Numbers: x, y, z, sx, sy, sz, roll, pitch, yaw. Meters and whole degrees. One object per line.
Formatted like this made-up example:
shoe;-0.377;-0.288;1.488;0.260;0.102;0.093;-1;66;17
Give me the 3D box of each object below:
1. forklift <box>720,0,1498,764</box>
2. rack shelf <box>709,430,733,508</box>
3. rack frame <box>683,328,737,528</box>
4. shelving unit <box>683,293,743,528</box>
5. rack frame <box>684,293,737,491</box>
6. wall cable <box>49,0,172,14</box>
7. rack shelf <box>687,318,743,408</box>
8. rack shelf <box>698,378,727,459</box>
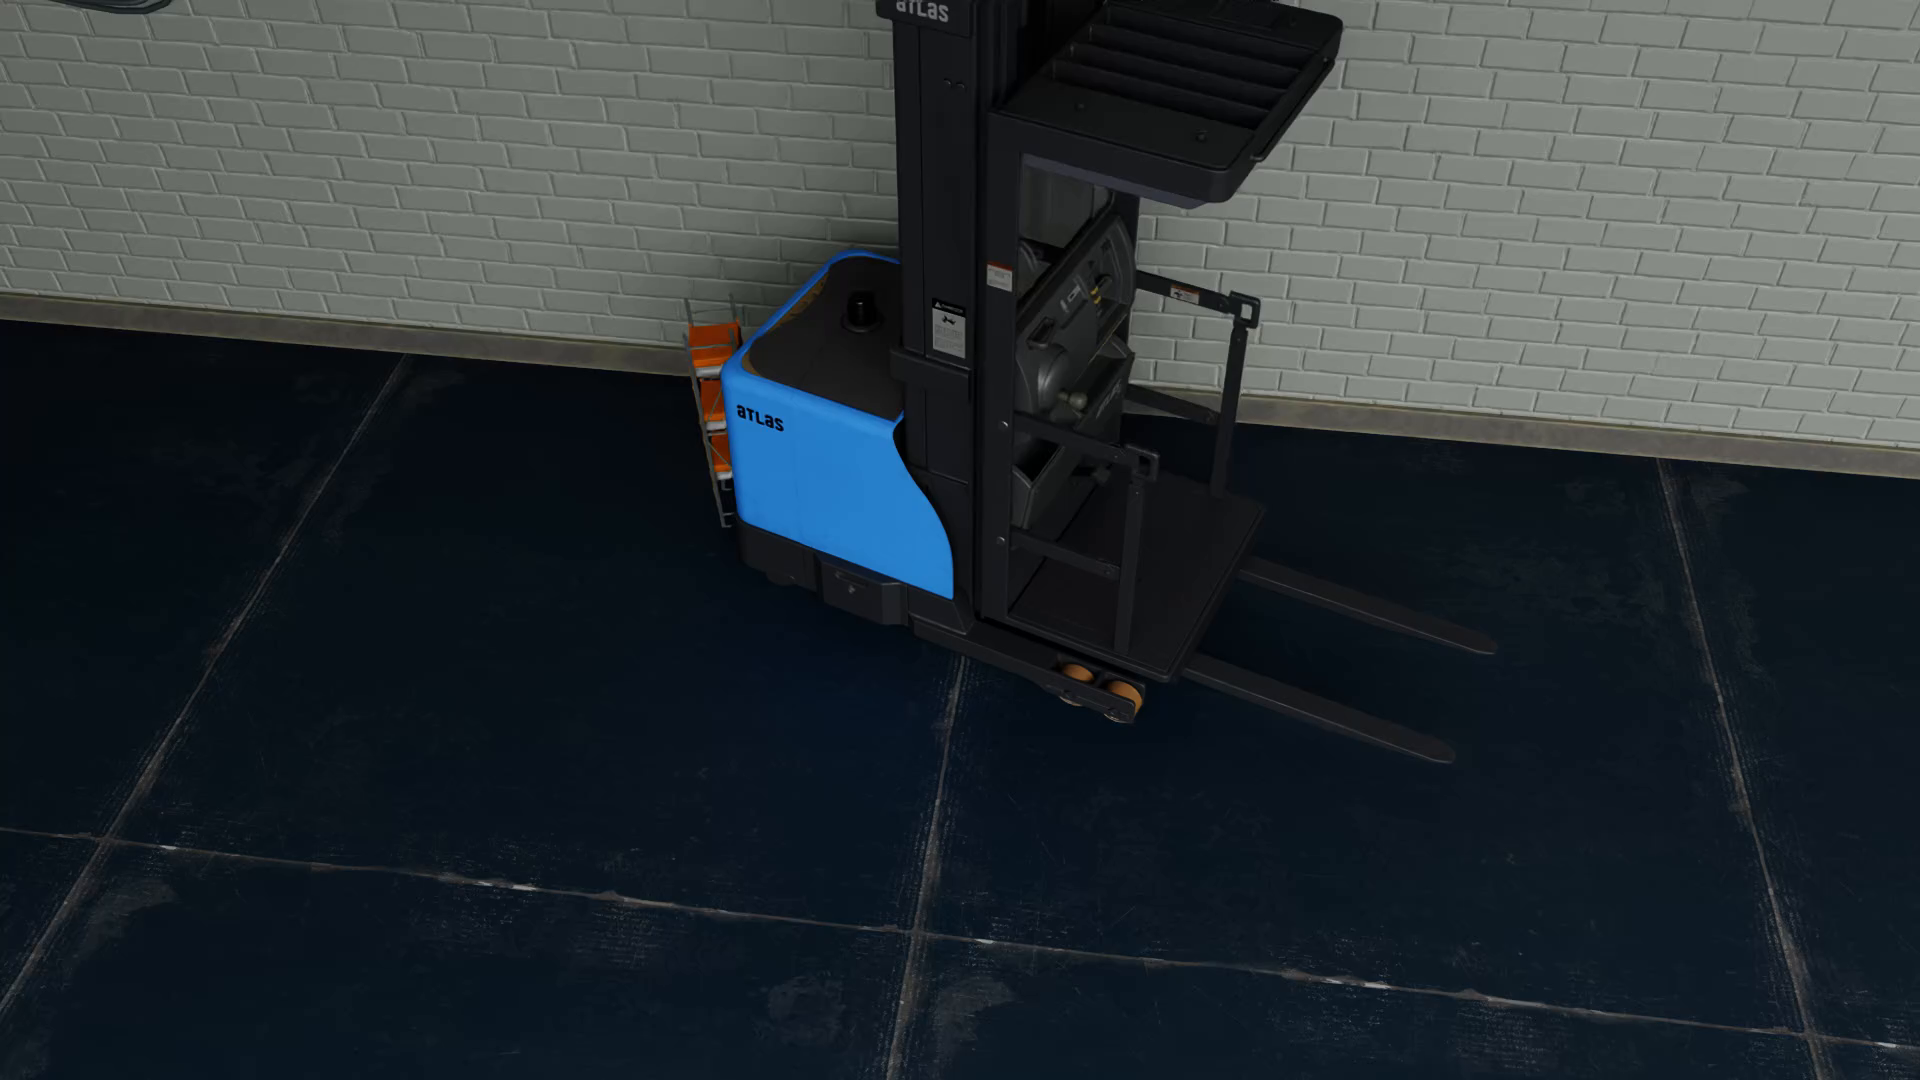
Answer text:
forklift;0.605;-0.771;5.933;3.031;2.935;1.130;20;47;20
rack shelf;-0.971;-0.322;7.238;0.215;0.259;0.240;-6;44;-2
rack frame;-0.973;-0.447;6.951;0.200;1.050;0.008;-6;44;-2
shelving unit;-0.985;-0.530;7.039;0.215;1.050;0.252;-6;44;-2
rack frame;-0.997;-0.614;7.127;0.200;1.050;0.008;-6;44;-2
wall cable;-4.719;-3.229;6.374;3.097;2.526;0.112;5;44;6
rack shelf;-0.998;-0.728;6.850;0.215;0.259;0.240;-6;44;-2
rack shelf;-0.984;-0.523;7.046;0.215;0.259;0.240;-6;44;-2
